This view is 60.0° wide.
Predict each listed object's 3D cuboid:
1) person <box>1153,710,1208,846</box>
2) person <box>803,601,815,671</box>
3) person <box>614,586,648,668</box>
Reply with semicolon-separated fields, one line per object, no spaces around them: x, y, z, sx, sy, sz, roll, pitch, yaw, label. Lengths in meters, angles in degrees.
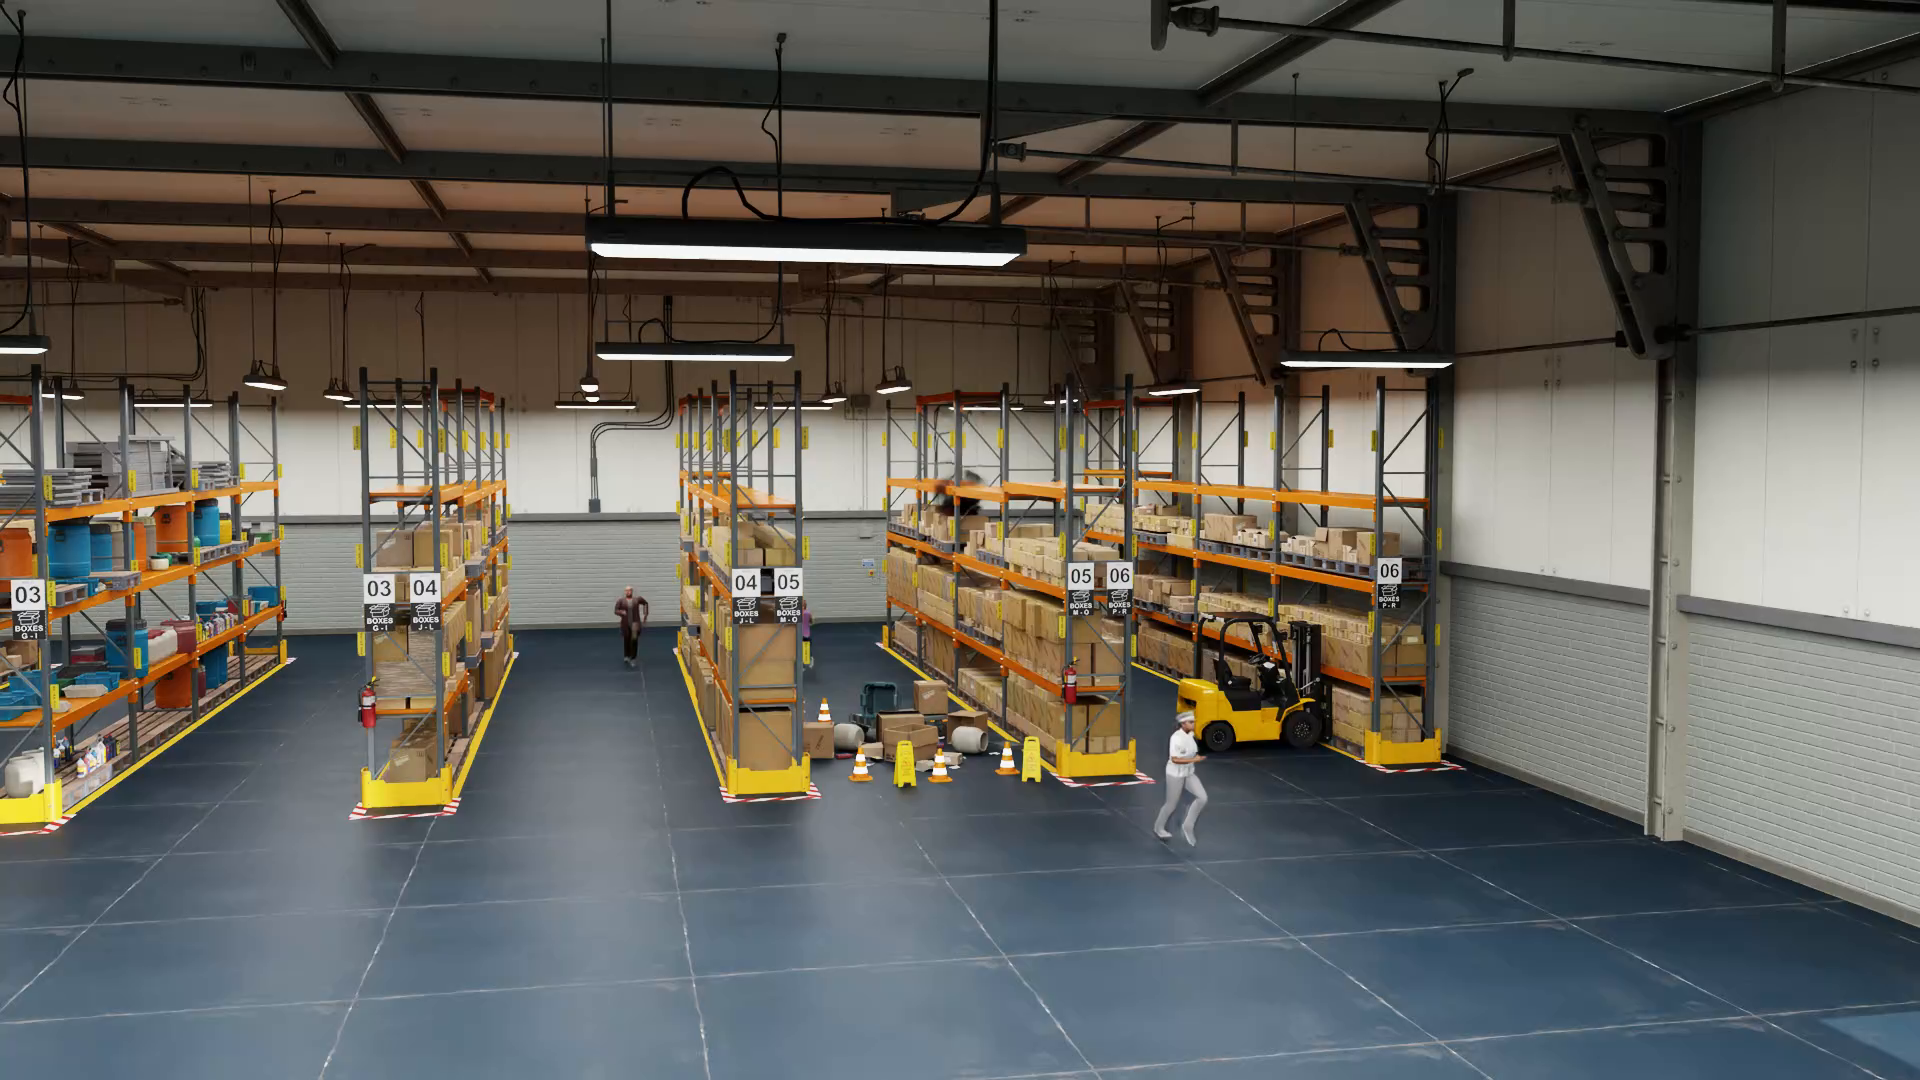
2.745;2.934;20.651;0.811;1.696;0.601;3;5;42;person
-3.384;2.084;35.967;0.542;1.558;0.625;-2;4;-30;person
-7.309;1.918;36.999;0.733;1.824;0.976;0;3;-5;person
